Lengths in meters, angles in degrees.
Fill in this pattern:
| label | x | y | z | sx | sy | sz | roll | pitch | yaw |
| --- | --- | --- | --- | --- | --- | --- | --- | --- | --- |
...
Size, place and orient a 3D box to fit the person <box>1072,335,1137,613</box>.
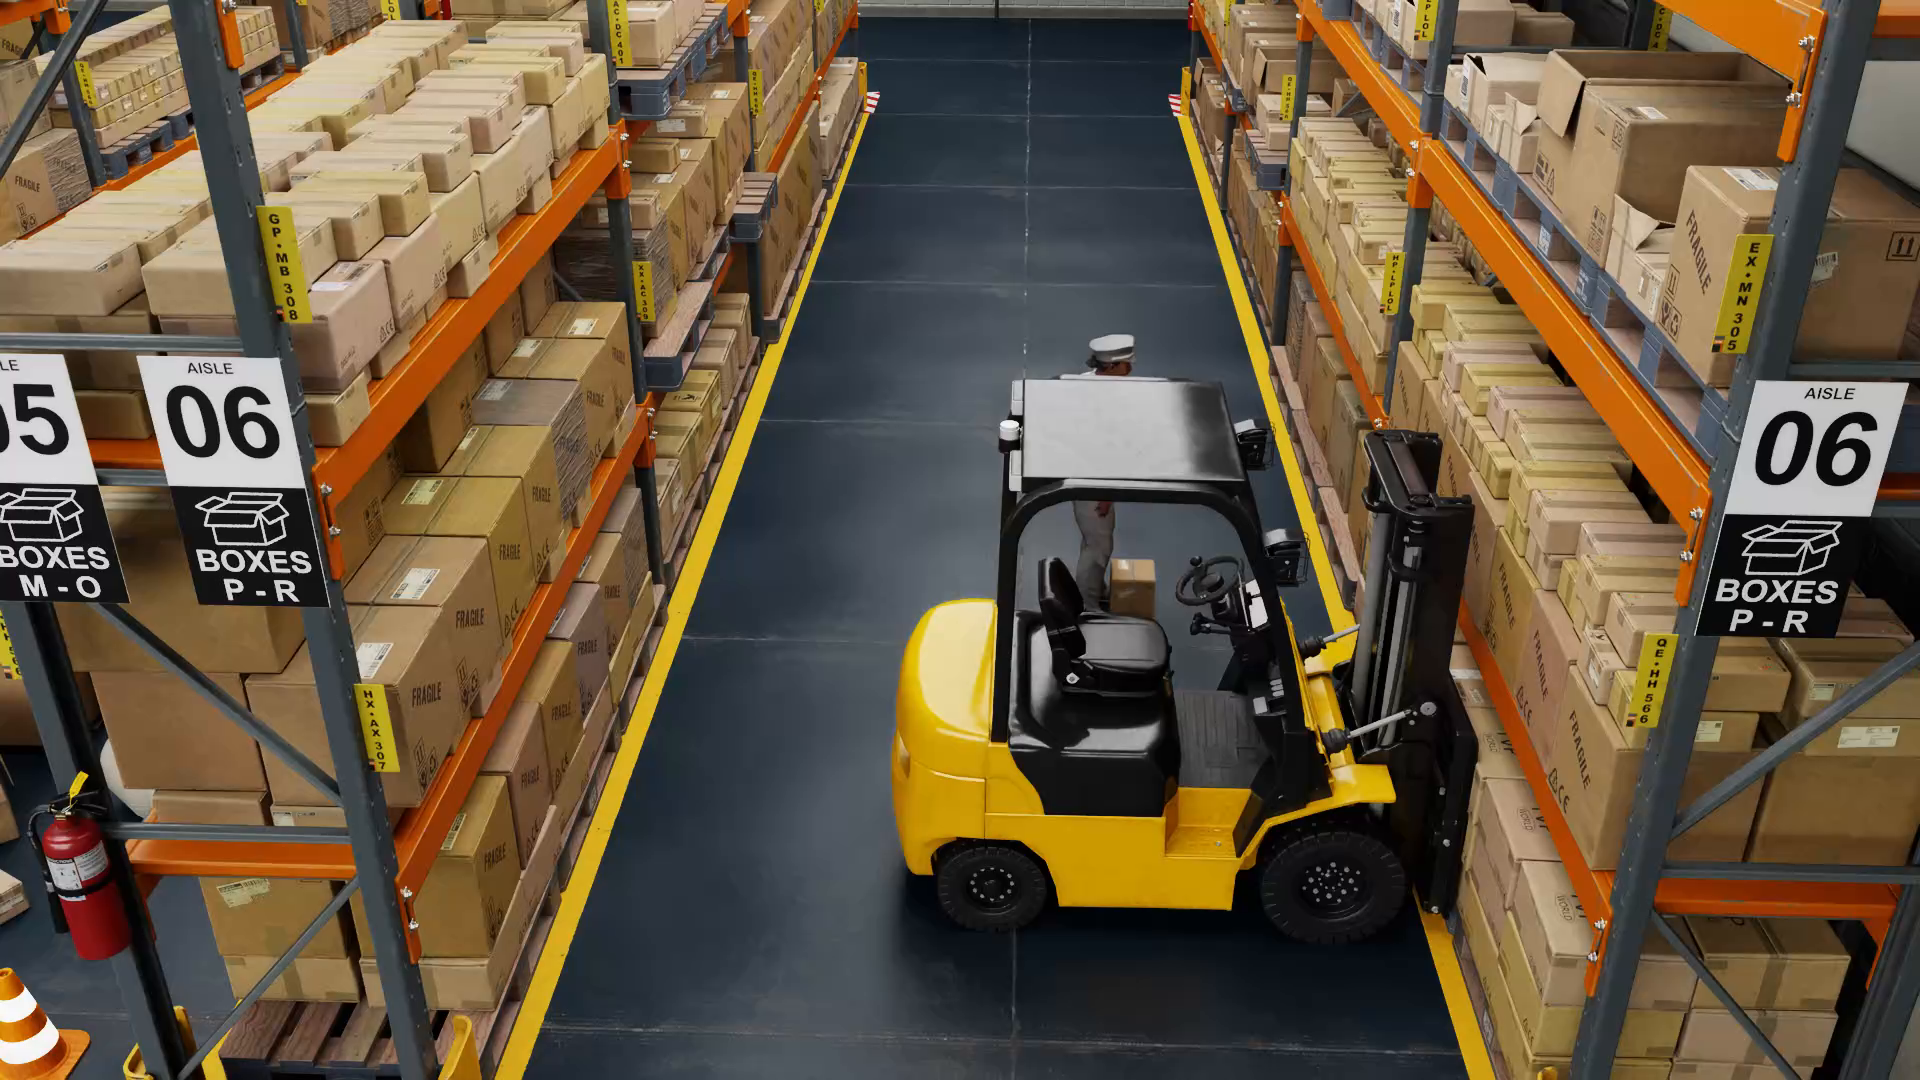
| label | x | y | z | sx | sy | sz | roll | pitch | yaw |
| --- | --- | --- | --- | --- | --- | --- | --- | --- | --- |
| person | 0.771 | -0.336 | 9.254 | 0.426 | 1.656 | 0.512 | 0 | 28 | 0 |
